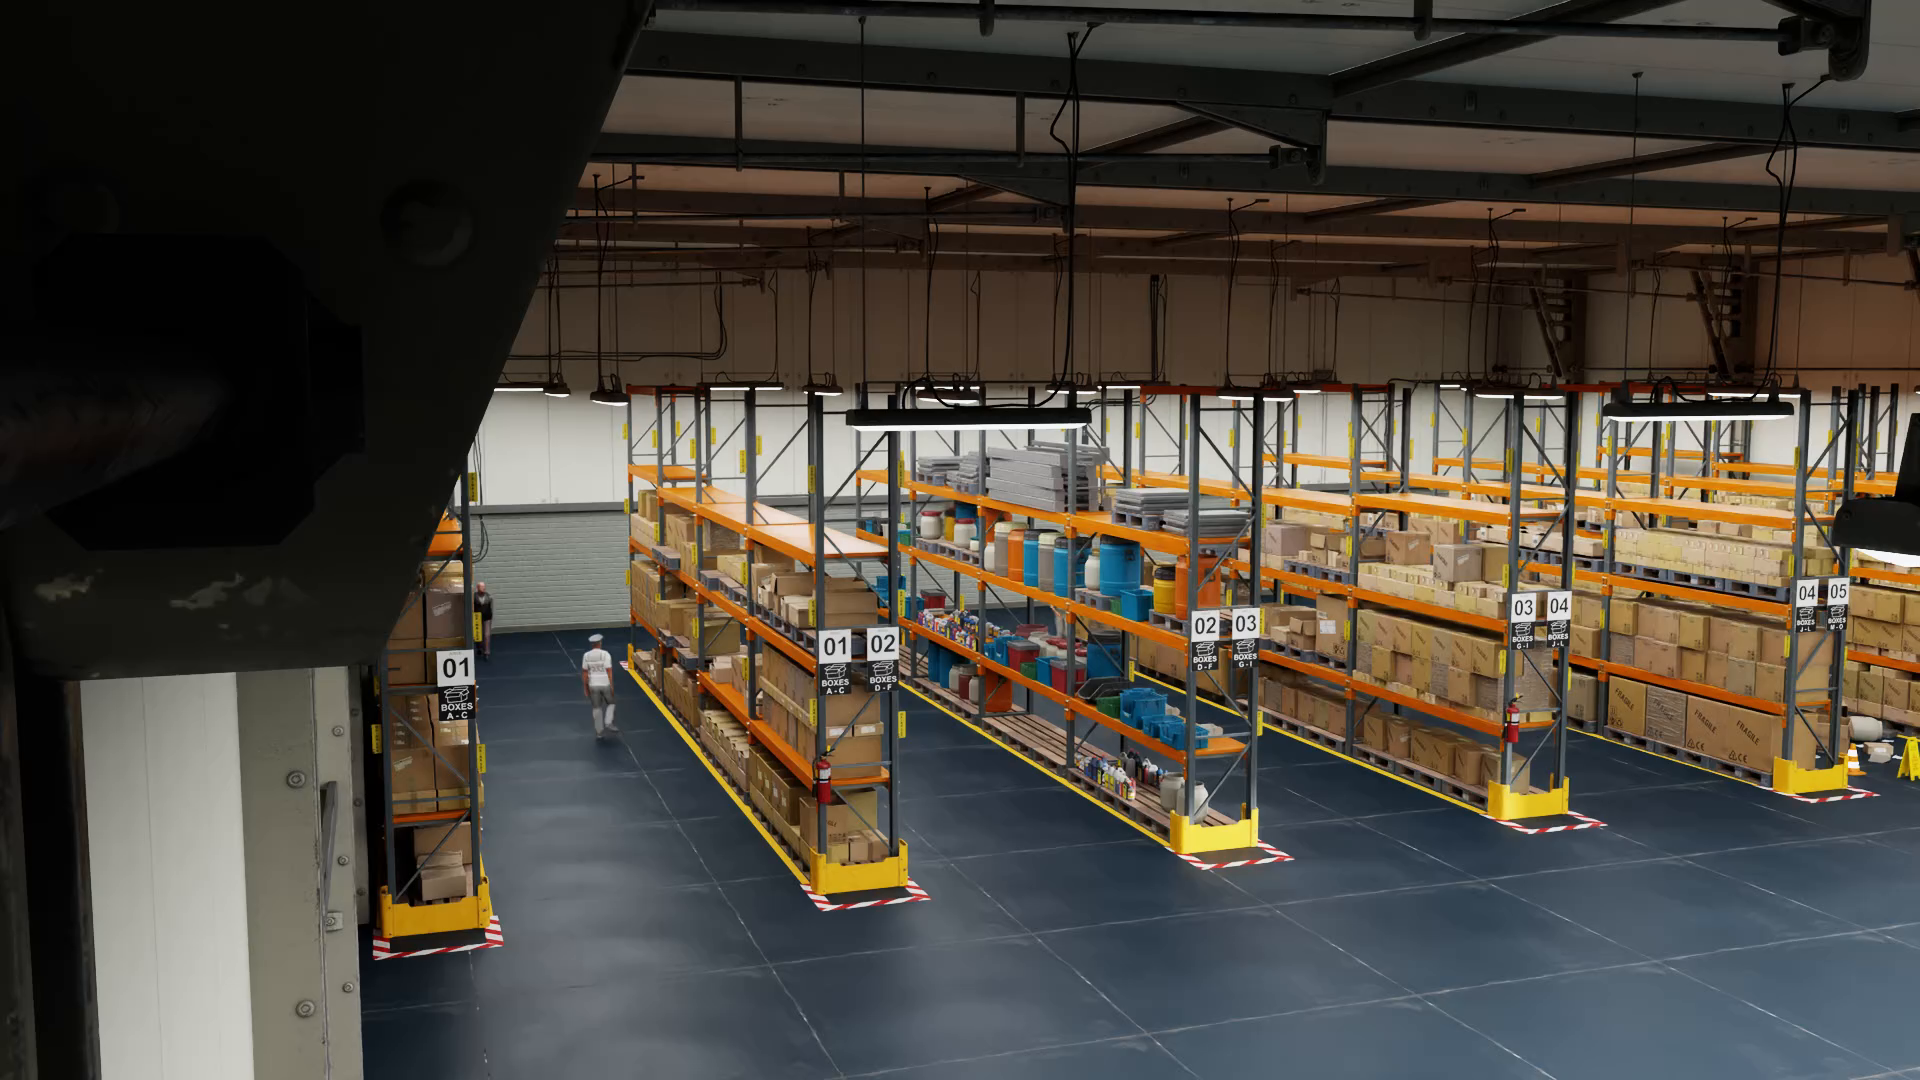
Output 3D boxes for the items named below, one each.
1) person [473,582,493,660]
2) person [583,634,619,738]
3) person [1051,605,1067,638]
[{"bbox_3d":[-10.432,1.747,36.205,0.538,1.661,1.069,-2,6,-16],"label":"person"},{"bbox_3d":[-6.173,2.503,28.550,0.598,1.759,0.541,-1,6,-9],"label":"person"},{"bbox_3d":[2.239,1.659,35.929,0.607,1.571,0.696,-1,6,-8],"label":"person"}]
